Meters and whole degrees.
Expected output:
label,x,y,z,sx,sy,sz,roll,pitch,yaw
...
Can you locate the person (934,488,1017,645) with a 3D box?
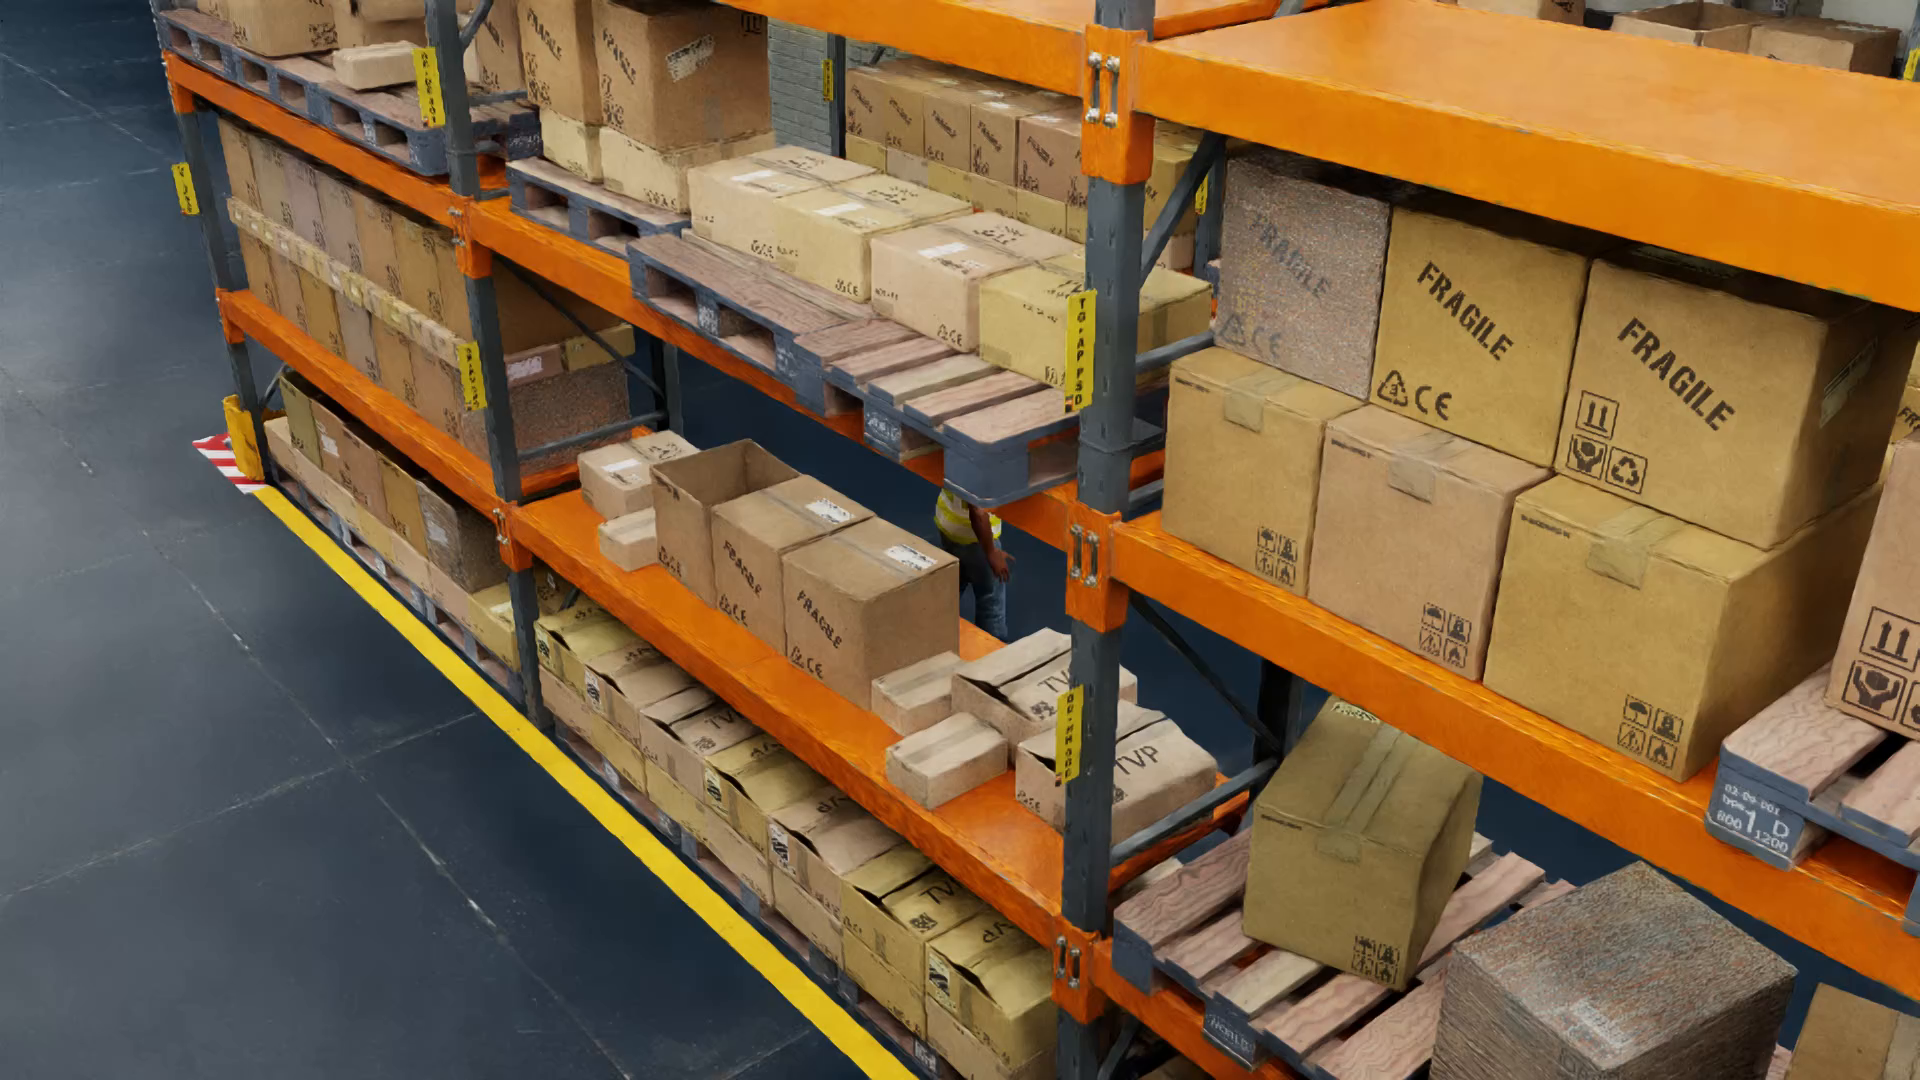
label,x,y,z,sx,sy,sz,roll,pitch,yaw
person,0.120,-0.053,8.679,0.622,1.765,0.717,-8,29,-15
